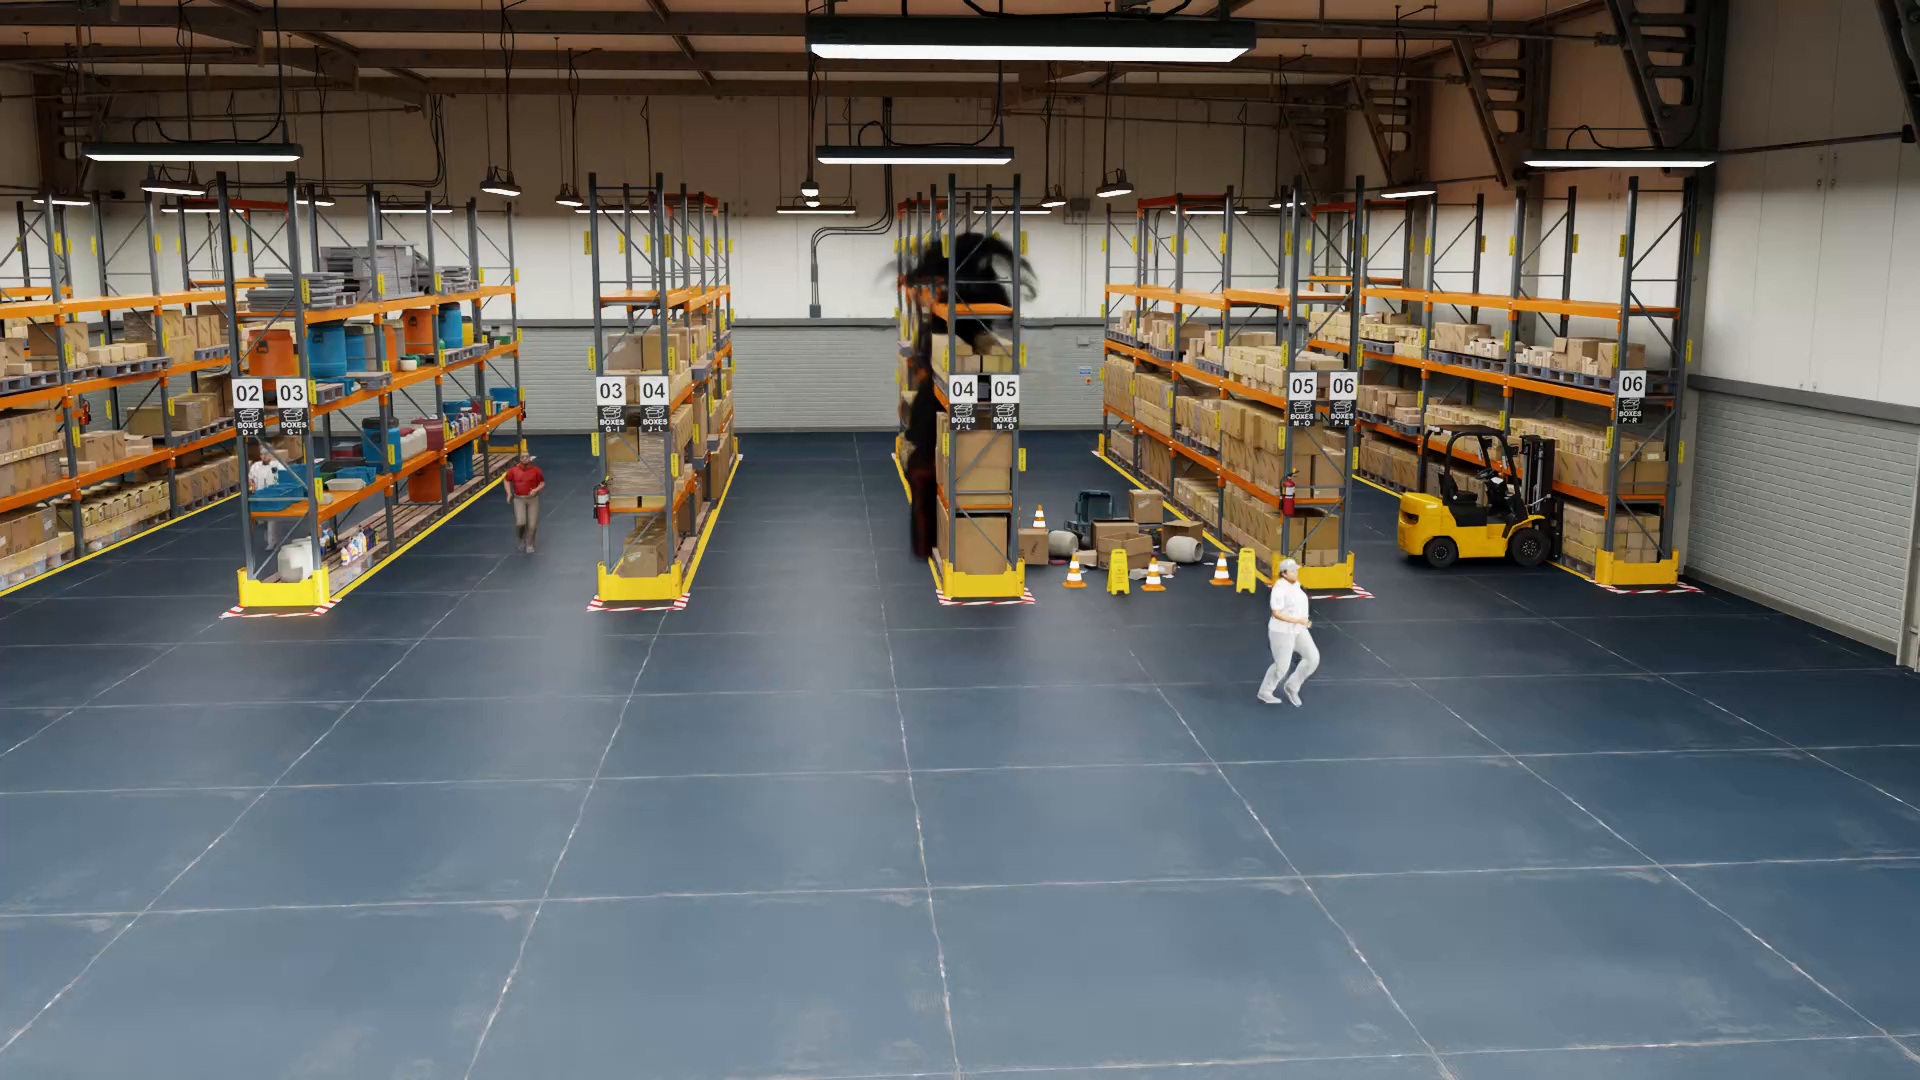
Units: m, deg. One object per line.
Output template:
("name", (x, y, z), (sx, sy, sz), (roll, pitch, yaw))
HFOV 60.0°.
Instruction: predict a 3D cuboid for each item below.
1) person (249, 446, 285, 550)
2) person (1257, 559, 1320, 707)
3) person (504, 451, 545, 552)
("person", (-11.546, -0.728, 27.801), (0.664, 1.742, 0.678), (-2, 10, -10))
("person", (3.603, 1.023, 18.224), (0.646, 1.666, 0.605), (9, 14, 43))
("person", (-7.128, -0.618, 27.312), (0.651, 1.684, 0.602), (-3, 11, -19))
